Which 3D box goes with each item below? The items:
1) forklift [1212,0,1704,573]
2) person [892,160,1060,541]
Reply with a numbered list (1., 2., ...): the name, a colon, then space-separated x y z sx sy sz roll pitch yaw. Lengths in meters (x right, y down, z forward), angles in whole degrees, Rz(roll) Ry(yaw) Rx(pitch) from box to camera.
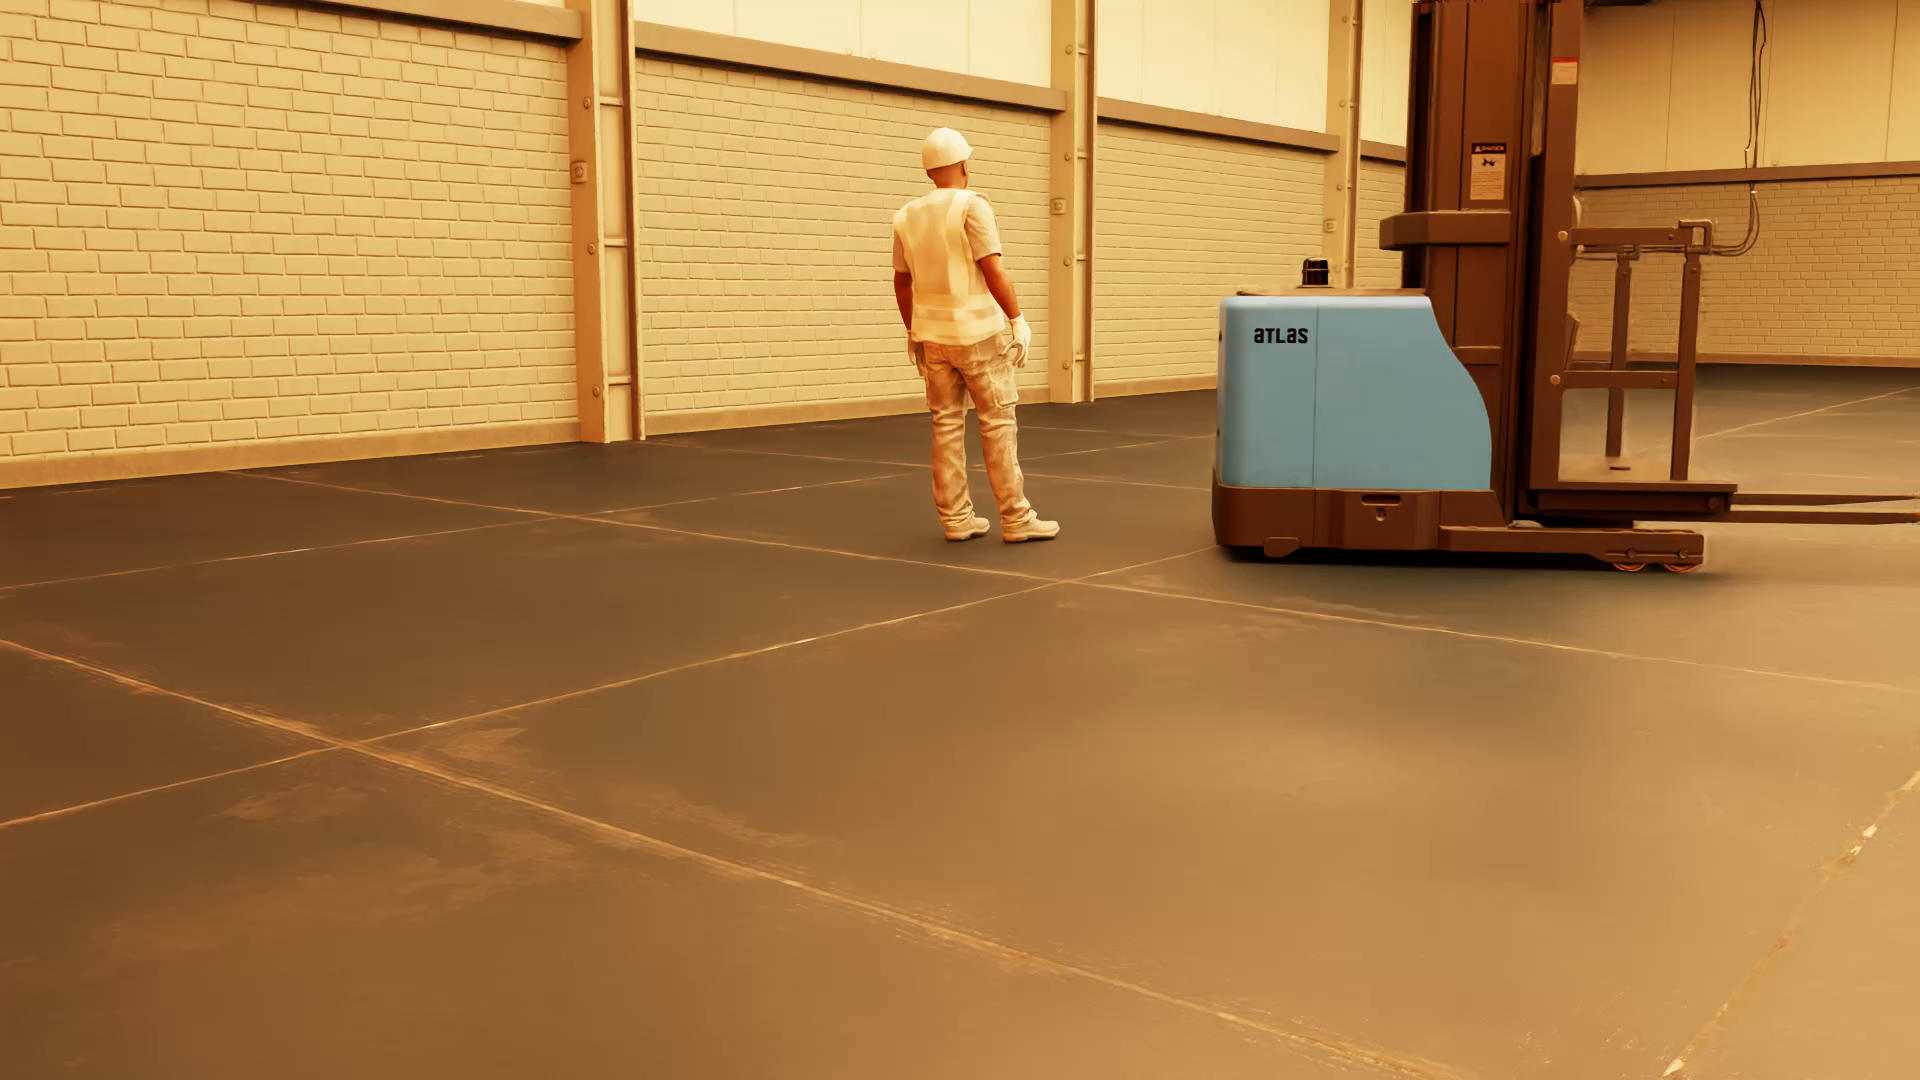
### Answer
1. forklift: 2.614 -1.403 6.869 3.031 2.935 1.130 1 8 7
2. person: 0.052 -0.878 7.327 0.656 1.744 0.577 7 11 38
